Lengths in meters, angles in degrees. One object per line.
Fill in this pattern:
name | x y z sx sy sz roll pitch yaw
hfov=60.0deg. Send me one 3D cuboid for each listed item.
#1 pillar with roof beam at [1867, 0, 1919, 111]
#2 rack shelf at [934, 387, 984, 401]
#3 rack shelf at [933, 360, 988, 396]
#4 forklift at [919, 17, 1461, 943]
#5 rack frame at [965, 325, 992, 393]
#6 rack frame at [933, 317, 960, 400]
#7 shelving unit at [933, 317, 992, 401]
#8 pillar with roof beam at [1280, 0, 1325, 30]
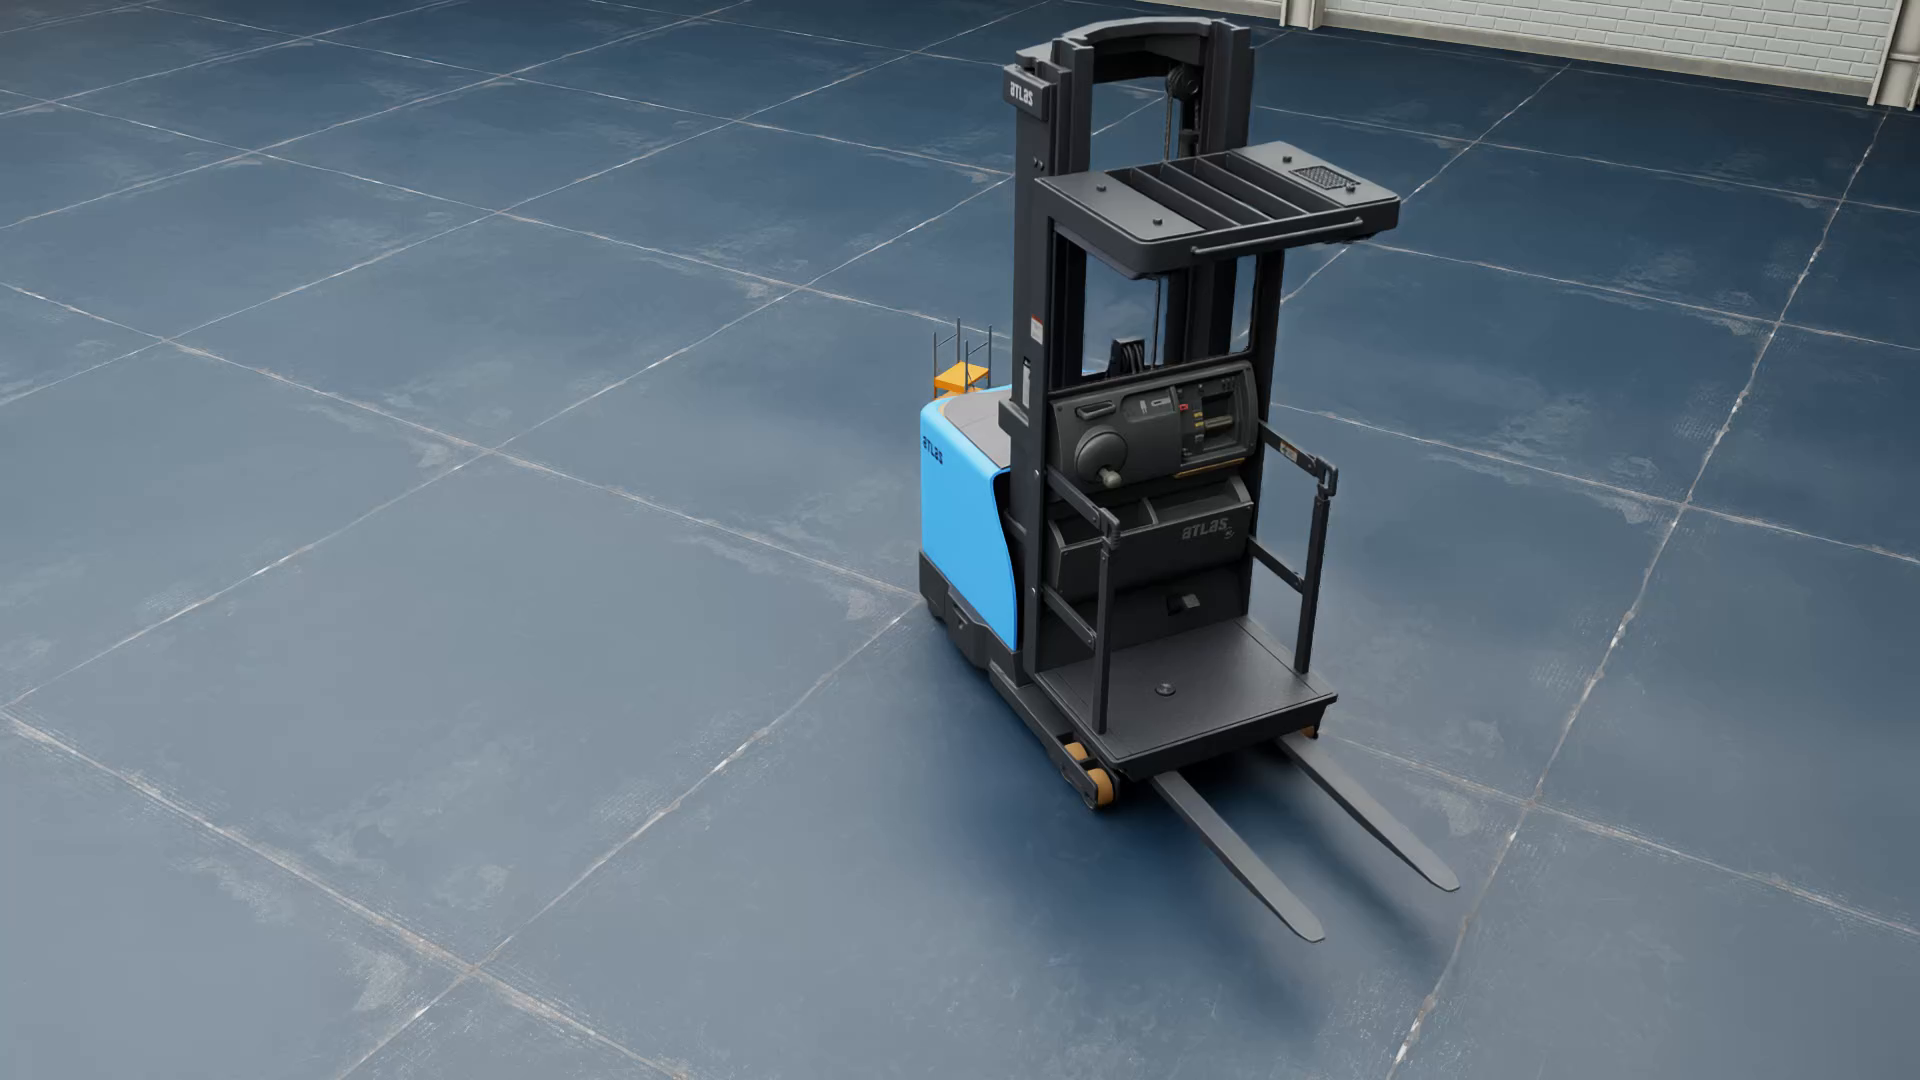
pillar with roof beam | 6.620 -6.218 10.479 0.400 9.000 9.100 18 35 27
rack shelf | 0.012 -0.683 8.342 0.180 0.103 0.258 18 35 27
rack shelf | 0.012 -0.787 8.282 0.180 0.103 0.258 18 35 27
forklift | 0.891 -0.412 6.548 1.130 2.935 3.031 -14 33 -22
rack frame | 0.090 -0.490 8.399 0.006 1.200 0.240 18 35 27
rack frame | -0.065 -0.539 8.483 0.006 1.200 0.240 18 35 27
shelving unit | 0.012 -0.514 8.441 0.189 1.200 0.258 18 35 27
pillar with roof beam | 1.538 -7.826 13.234 0.400 9.000 9.100 18 35 27
